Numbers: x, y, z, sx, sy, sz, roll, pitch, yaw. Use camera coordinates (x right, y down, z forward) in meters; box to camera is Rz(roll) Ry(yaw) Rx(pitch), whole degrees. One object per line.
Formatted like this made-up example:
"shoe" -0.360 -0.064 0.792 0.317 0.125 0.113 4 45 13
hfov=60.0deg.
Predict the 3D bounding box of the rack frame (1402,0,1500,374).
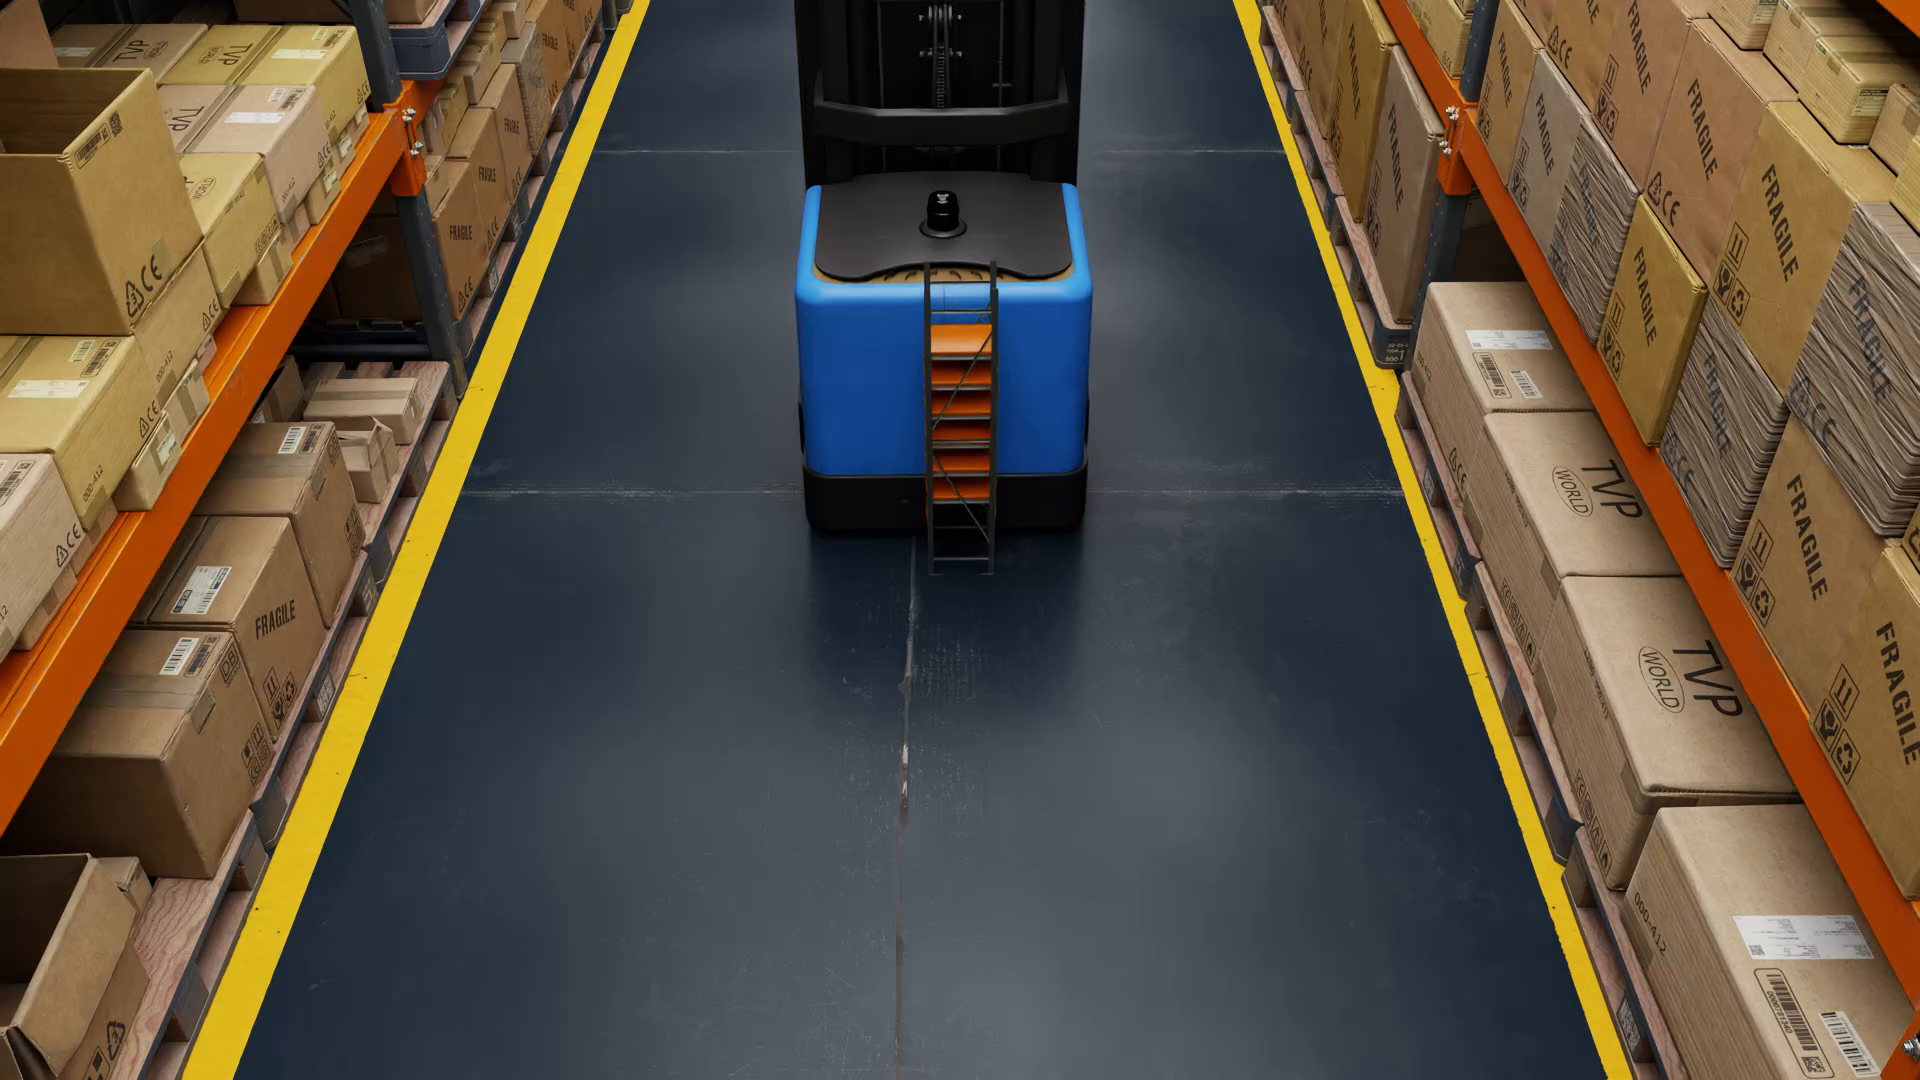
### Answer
"rack frame" 2.373 -1.798 6.095 1.000 3.000 0.127 0 39 0

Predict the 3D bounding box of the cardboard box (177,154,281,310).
"cardboard box" -2.343 -0.906 4.864 0.500 0.250 0.500 0 39 0

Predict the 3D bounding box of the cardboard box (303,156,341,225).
"cardboard box" -2.291 -1.169 5.511 0.380 0.149 0.250 1 39 1

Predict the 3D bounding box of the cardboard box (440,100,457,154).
"cardboard box" -2.414 -1.792 7.231 0.380 0.149 0.250 -2 39 -2

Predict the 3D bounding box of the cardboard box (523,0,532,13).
"cardboard box" -2.398 -2.770 8.452 0.380 0.149 0.250 -1 39 -1

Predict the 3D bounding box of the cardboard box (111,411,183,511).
"cardboard box" -2.264 -0.204 4.307 0.380 0.149 0.250 -1 39 -1

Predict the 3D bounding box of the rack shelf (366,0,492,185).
"rack shelf" -2.593 -2.762 7.873 1.077 0.370 4.000 0 39 0

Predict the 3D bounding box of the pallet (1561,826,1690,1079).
"pallet" 2.299 1.292 4.469 1.003 0.211 1.213 0 39 0

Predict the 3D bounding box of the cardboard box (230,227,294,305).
"cardboard box" -2.290 -0.845 5.107 0.380 0.149 0.250 -1 39 -1

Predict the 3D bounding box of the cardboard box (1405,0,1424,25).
"cardboard box" 2.121 -2.338 6.889 0.500 0.250 0.500 -1 39 -1

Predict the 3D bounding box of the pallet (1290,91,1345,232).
"pallet" 2.293 -1.957 8.523 1.003 0.211 1.213 0 39 0

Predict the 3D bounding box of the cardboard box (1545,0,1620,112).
"cardboard box" 2.126 -1.613 4.985 0.500 0.500 0.500 -1 39 -1

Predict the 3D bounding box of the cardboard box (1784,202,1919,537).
"cardboard box" 2.109 -0.354 3.413 0.500 0.500 0.500 0 39 0

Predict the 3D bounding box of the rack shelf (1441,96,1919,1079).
"rack shelf" 2.375 -0.266 4.759 1.077 0.370 4.000 0 39 0

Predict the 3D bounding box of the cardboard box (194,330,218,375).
"cardboard box" -2.354 -0.530 4.713 0.380 0.149 0.250 0 39 0

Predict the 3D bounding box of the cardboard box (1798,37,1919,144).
"cardboard box" 2.121 -1.001 3.702 0.380 0.149 0.250 1 39 1

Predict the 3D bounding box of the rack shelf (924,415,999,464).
"rack shelf" 0.003 -0.360 5.810 0.258 0.103 0.180 -1 39 -1

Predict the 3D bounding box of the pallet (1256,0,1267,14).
"pallet" 2.369 -3.700 10.698 1.003 0.211 1.213 0 39 0

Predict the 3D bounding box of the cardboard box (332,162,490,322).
"cardboard box" -2.366 -1.283 7.115 0.500 0.500 0.500 2 39 2

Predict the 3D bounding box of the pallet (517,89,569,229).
"pallet" -2.634 -1.977 8.548 1.003 0.211 1.213 0 39 0

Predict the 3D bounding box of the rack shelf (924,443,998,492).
"rack shelf" 0.003 -0.266 5.885 0.258 0.103 0.180 -1 39 -1

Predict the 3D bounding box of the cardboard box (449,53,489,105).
"cardboard box" -2.391 -2.119 7.640 0.380 0.149 0.250 0 39 0

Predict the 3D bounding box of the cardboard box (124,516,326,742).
"cardboard box" -2.355 0.273 5.173 0.500 0.500 0.500 1 39 1

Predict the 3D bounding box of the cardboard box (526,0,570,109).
"cardboard box" -2.386 -2.577 8.730 0.500 0.500 0.500 2 39 2

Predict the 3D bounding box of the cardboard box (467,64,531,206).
"cardboard box" -2.373 -1.928 7.920 0.500 0.500 0.500 -1 39 -1

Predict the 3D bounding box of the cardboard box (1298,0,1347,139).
"cardboard box" 2.283 -2.644 8.514 0.875 0.875 0.875 0 39 1

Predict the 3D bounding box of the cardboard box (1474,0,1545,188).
"cardboard box" 2.112 -1.543 5.697 0.500 0.500 0.500 1 39 1

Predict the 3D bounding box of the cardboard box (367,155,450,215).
"cardboard box" -2.325 -1.458 6.815 0.380 0.149 0.250 2 39 2

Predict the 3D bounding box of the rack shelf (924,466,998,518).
"rack shelf" 0.003 -0.172 5.960 0.258 0.103 0.180 -1 39 -1

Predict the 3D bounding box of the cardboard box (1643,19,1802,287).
"cardboard box" 2.113 -0.977 4.191 0.500 0.500 0.500 0 39 0

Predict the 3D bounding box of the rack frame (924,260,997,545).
"rack frame" 0.001 -0.452 5.854 0.240 1.200 0.006 -1 39 -1

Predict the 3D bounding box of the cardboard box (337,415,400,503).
"cardboard box" -2.296 -0.317 6.098 0.396 0.266 0.258 1 39 2

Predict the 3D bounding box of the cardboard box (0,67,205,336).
"cardboard box" -2.319 -0.863 4.210 0.500 0.500 0.500 1 39 1

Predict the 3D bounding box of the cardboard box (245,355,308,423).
"cardboard box" -2.826 -0.493 6.281 0.500 0.311 0.500 1 39 2

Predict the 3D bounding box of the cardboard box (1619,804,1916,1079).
"cardboard box" 2.277 1.127 4.158 0.875 0.438 0.875 -1 39 -2

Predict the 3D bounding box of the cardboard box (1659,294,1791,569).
"cardboard box" 2.117 -0.272 4.111 0.500 0.500 0.500 1 39 1

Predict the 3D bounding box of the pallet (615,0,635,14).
"pallet" -2.557 -3.720 10.723 1.003 0.211 1.213 0 39 0

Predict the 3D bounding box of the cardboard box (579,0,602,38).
"cardboard box" -2.380 -3.217 9.529 0.500 0.500 0.500 1 39 1

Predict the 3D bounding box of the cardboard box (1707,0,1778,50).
"cardboard box" 2.097 -1.330 4.113 0.380 0.149 0.250 0 39 0

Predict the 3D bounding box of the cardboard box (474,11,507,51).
"cardboard box" -2.419 -2.443 8.044 0.380 0.149 0.250 0 39 0

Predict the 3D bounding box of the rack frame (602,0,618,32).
"rack frame" -2.595 -4.293 9.209 1.000 3.000 0.127 0 39 0

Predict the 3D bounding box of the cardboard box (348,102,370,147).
"cardboard box" -2.338 -1.495 5.917 0.380 0.149 0.250 0 39 1

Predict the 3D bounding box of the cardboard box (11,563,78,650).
"cardboard box" -2.333 0.120 3.902 0.380 0.149 0.250 1 39 1

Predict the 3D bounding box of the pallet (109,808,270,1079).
"pallet" -2.588 1.252 4.519 1.003 0.211 1.213 0 39 0

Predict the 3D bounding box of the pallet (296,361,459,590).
"pallet" -2.591 -0.274 6.423 1.003 0.211 1.213 0 39 0

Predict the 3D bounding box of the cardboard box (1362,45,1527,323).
"cardboard box" 2.292 -1.520 7.111 0.875 0.875 0.875 1 39 1

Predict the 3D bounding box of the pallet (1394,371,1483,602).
"pallet" 2.296 -0.234 6.373 1.003 0.211 1.213 0 39 0

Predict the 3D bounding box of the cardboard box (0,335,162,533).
"cardboard box" -2.322 -0.264 4.063 0.500 0.250 0.500 -1 39 -1

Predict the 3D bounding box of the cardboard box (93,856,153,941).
"cardboard box" -2.454 1.010 4.535 0.380 0.149 0.250 -1 39 -2

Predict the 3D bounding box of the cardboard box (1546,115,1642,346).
"cardboard box" 2.102 -0.917 4.916 0.500 0.500 0.500 0 39 0

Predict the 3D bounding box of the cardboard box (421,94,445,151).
"cardboard box" -2.373 -1.736 6.925 0.380 0.149 0.250 -2 39 -2

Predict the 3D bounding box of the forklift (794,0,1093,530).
"forklift" -0.081 -2.077 6.498 1.130 2.935 3.031 -1 39 -1

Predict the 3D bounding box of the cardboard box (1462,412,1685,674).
"cardboard box" 2.268 -0.009 5.576 0.875 0.438 0.875 -1 39 -1

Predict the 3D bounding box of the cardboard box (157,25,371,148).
"cardboard box" -2.346 -1.531 5.644 0.500 0.250 0.500 1 39 1

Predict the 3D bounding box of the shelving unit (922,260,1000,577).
"shelving unit" 0.003 -0.394 5.783 0.258 1.200 0.189 -1 39 -1

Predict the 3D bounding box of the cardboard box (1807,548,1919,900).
"cardboard box" 2.112 0.363 3.318 0.500 0.500 0.500 0 39 0

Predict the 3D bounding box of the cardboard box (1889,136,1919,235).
"cardboard box" 2.109 -0.681 3.302 0.380 0.149 0.250 1 39 1
